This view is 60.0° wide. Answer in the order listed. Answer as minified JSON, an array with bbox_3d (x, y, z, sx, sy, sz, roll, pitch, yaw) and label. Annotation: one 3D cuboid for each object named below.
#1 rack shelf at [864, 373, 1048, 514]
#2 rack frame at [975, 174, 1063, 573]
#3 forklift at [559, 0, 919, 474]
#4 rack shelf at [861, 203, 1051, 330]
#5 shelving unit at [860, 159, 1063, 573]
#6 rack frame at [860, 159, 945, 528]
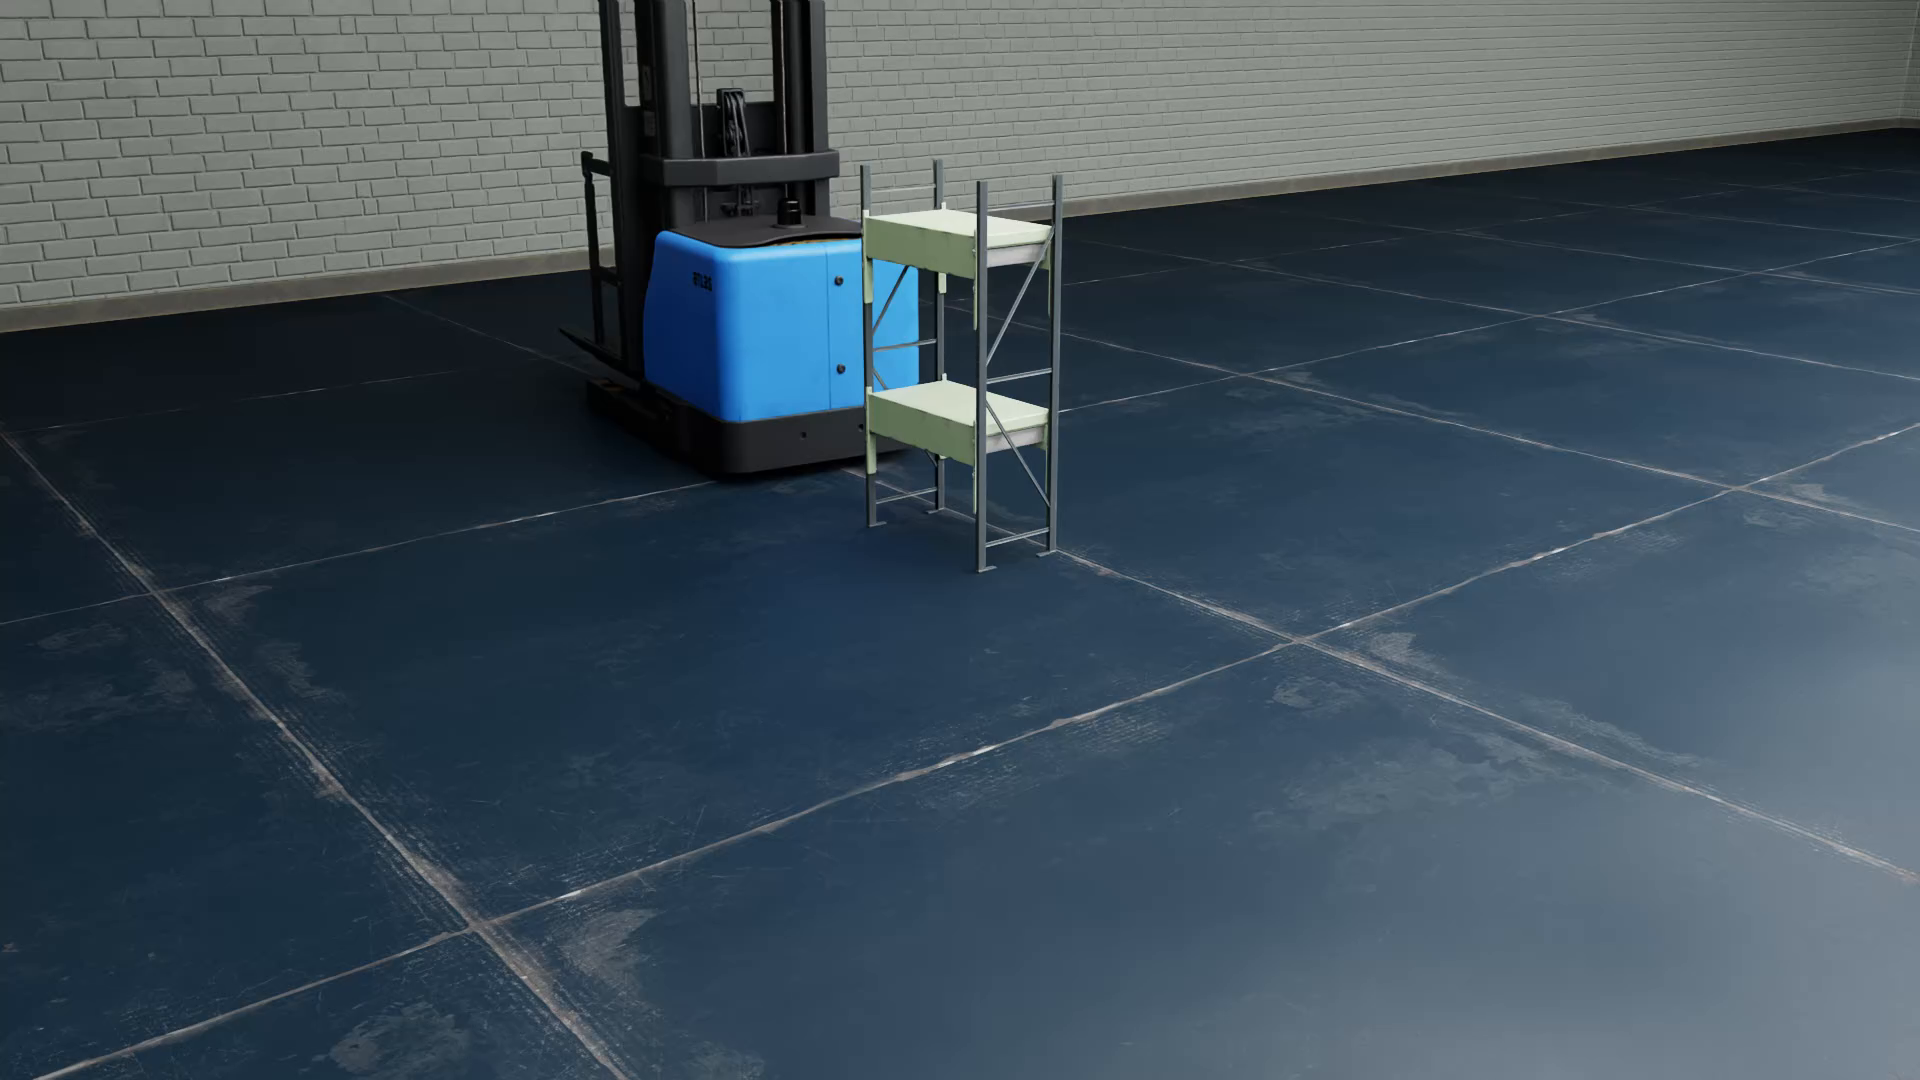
[{"bbox_3d":[-0.004,-0.404,6.734,0.431,0.370,0.720,-14,23,-36],"label":"rack shelf"},{"bbox_3d":[0.223,-0.623,6.359,0.400,1.500,0.023,-14,23,-36],"label":"rack frame"},{"bbox_3d":[-1.361,-2.105,8.557,1.130,2.935,3.031,-10,21,-29],"label":"forklift"},{"bbox_3d":[-0.004,-1.084,6.509,0.431,0.370,0.720,-14,23,-36],"label":"rack shelf"},{"bbox_3d":[-0.004,-0.714,6.632,0.431,1.500,0.755,-14,23,-36],"label":"shelving unit"},{"bbox_3d":[-0.231,-0.804,6.904,0.400,1.500,0.023,-14,23,-36],"label":"rack frame"}]
